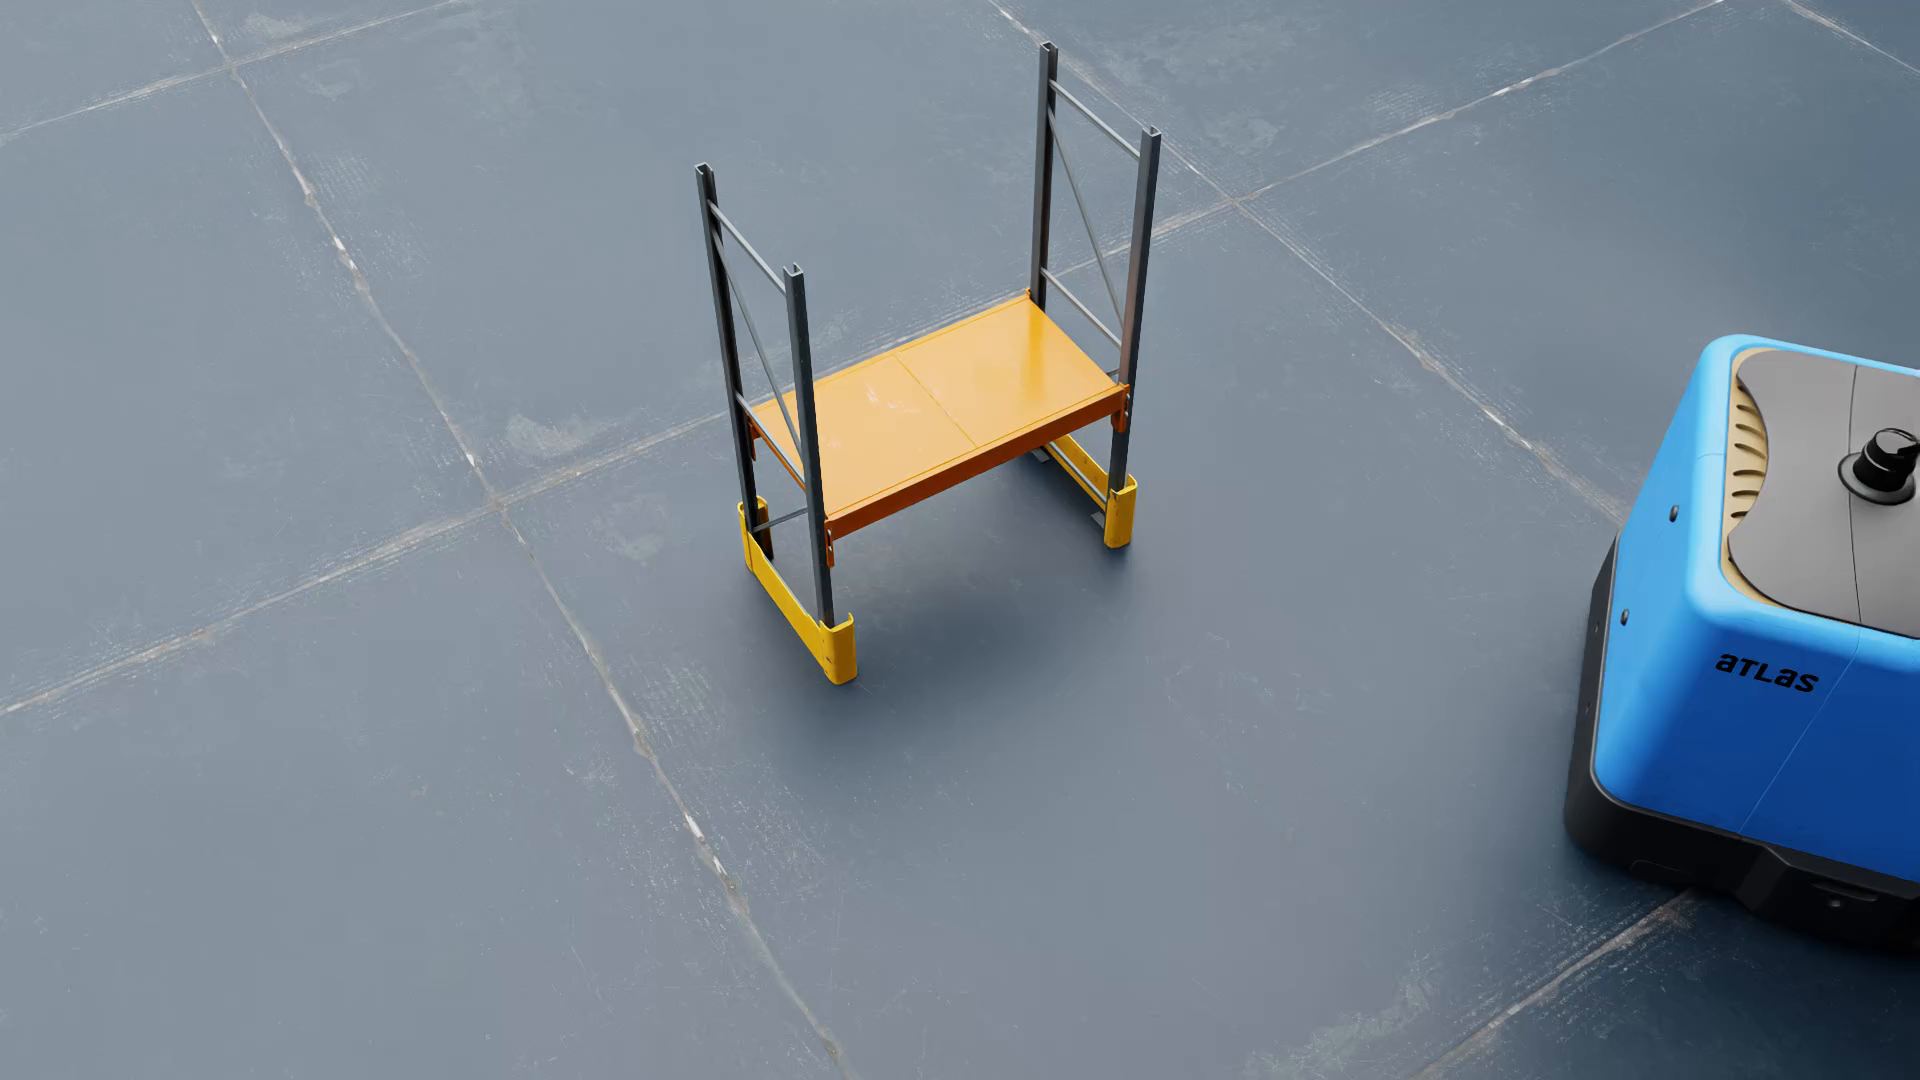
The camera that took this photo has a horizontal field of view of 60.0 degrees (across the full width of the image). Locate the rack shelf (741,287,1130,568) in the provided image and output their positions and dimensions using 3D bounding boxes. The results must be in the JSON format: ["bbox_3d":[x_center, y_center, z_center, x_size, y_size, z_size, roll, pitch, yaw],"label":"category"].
[{"bbox_3d":[-0.072,-0.345,4.794,1.000,0.185,0.538,-25,53,-21],"label":"rack shelf"}]

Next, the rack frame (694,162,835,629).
[{"bbox_3d":[-0.502,-0.262,4.479,0.032,1.500,0.500,-25,53,-21],"label":"rack frame"}]

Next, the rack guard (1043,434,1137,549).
[{"bbox_3d":[0.357,-0.251,5.306,0.087,0.250,0.587,-25,53,-21],"label":"rack guard"}]

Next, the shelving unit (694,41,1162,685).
[{"bbox_3d":[-0.064,-0.468,4.663,1.083,1.500,0.587,-25,53,-21],"label":"shelving unit"}]

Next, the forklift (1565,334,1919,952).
[{"bbox_3d":[3.202,-0.108,3.384,3.031,2.935,1.130,15,50,13],"label":"forklift"}]

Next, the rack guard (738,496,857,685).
[{"bbox_3d":[-0.486,0.146,4.953,0.087,0.250,0.587,-25,53,-21],"label":"rack guard"}]

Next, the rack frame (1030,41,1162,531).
[{"bbox_3d":[0.358,-0.667,4.840,0.032,1.500,0.500,-25,53,-21],"label":"rack frame"}]
